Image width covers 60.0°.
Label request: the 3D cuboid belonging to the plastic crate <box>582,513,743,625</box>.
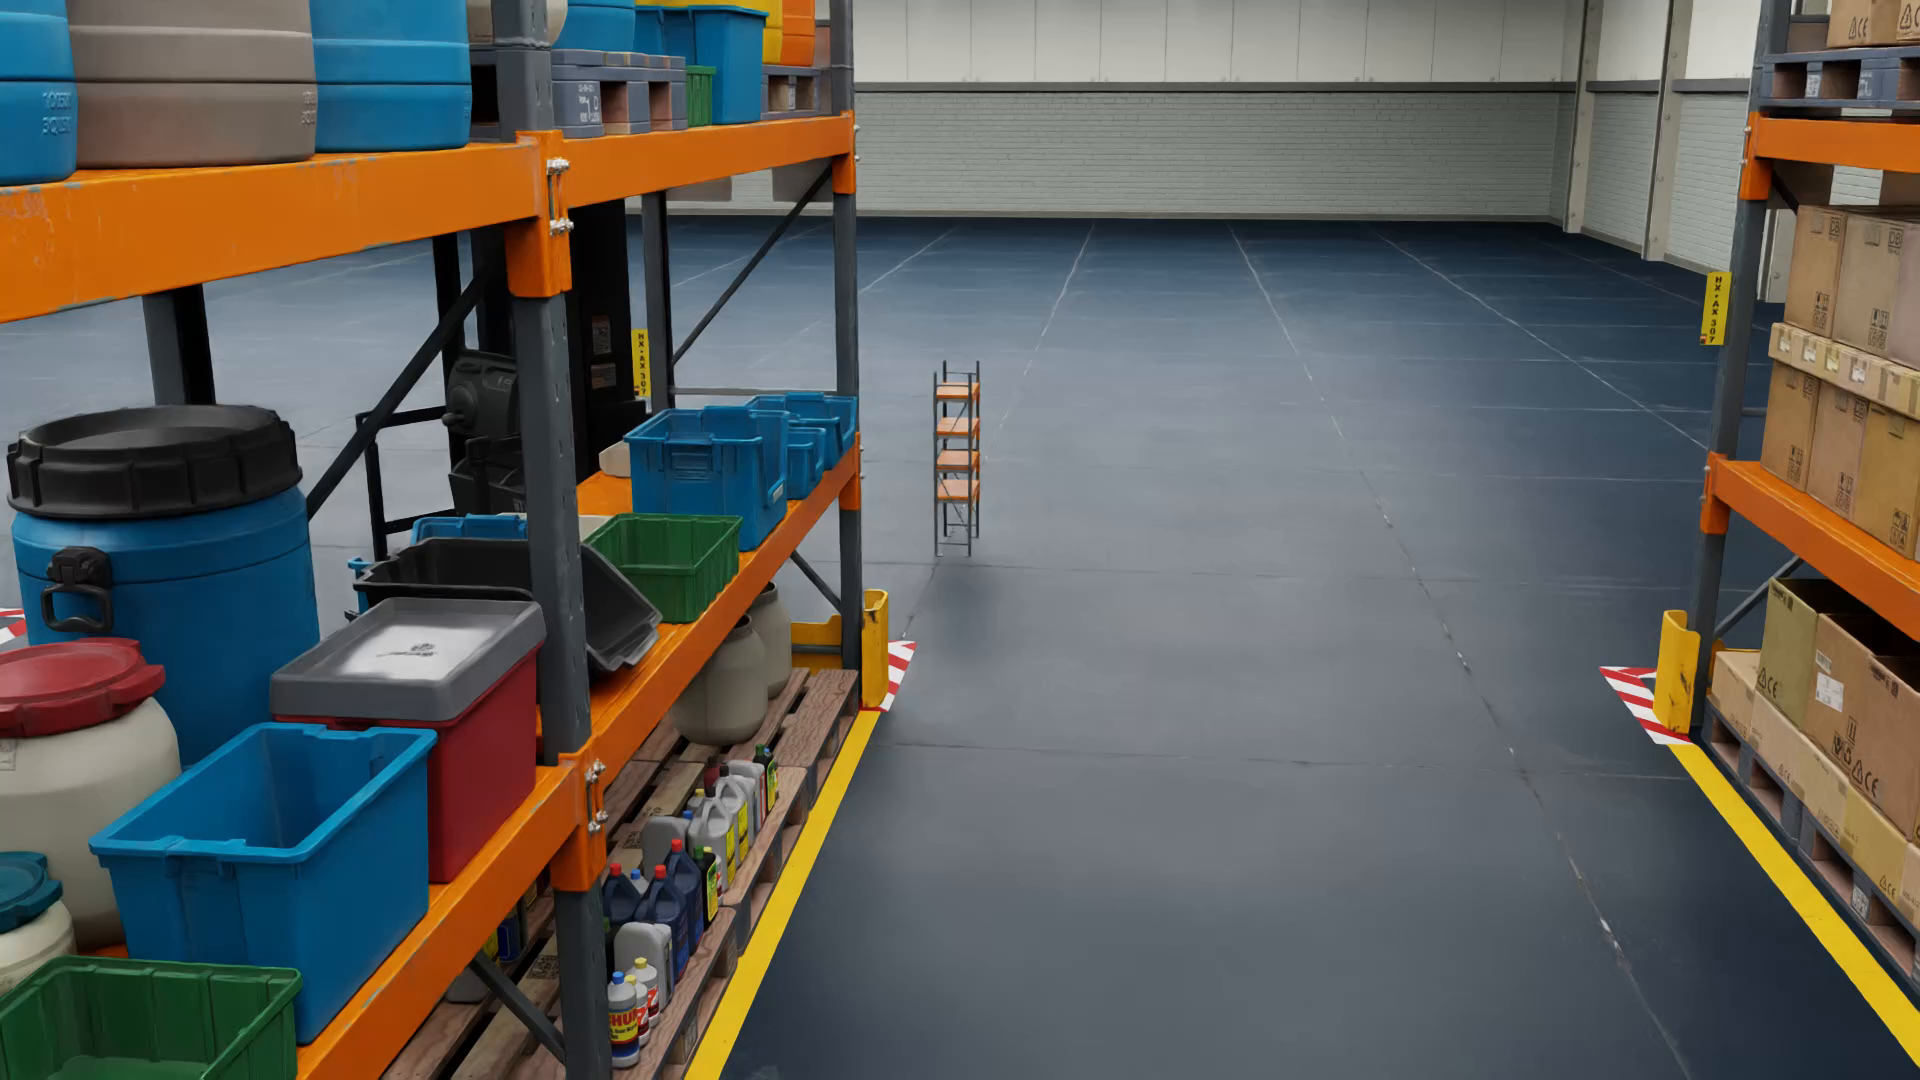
[{"bbox_3d":[-1.009,0.087,5.498,0.450,0.188,0.662,2,15,6],"label":"plastic crate"}]

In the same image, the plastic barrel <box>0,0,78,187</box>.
[{"bbox_3d":[-1.432,-0.884,1.976,0.600,0.901,0.708,2,15,6],"label":"plastic barrel"}]

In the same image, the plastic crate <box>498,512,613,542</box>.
[{"bbox_3d":[-1.511,0.028,5.819,0.530,0.136,0.437,2,15,6],"label":"plastic crate"}]

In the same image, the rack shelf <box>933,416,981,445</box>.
[{"bbox_3d":[-0.019,-0.687,10.806,0.258,0.148,0.480,2,15,6],"label":"rack shelf"}]

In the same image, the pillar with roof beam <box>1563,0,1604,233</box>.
[{"bbox_3d":[8.741,-11.013,34.652,9.100,9.000,0.400,2,15,6],"label":"pillar with roof beam"}]

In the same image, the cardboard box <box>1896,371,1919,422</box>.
[{"bbox_3d":[3.528,-0.494,5.807,0.380,0.149,0.250,2,15,6],"label":"cardboard box"}]

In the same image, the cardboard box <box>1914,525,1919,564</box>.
[{"bbox_3d":[3.693,-0.088,5.548,0.700,0.500,0.500,2,15,8],"label":"cardboard box"}]

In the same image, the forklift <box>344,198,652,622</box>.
[{"bbox_3d":[-2.421,-0.709,8.168,1.130,2.935,3.031,13,20,40],"label":"forklift"}]

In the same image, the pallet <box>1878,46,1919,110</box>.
[{"bbox_3d":[3.689,-1.467,5.264,1.003,0.211,1.213,2,15,6],"label":"pallet"}]

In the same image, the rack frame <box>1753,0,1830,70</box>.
[{"bbox_3d":[3.930,-3.458,6.710,1.000,3.000,0.127,2,15,6],"label":"rack frame"}]

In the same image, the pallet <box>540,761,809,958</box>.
[{"bbox_3d":[-1.190,1.185,6.377,1.003,0.211,1.213,2,15,6],"label":"pallet"}]

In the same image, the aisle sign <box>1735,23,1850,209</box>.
[{"bbox_3d":[3.633,-1.843,7.250,0.394,0.787,0.004,2,15,6],"label":"aisle sign"}]

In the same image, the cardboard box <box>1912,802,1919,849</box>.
[{"bbox_3d":[3.434,0.852,5.289,0.500,0.500,0.500,2,15,6],"label":"cardboard box"}]

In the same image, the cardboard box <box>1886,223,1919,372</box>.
[{"bbox_3d":[3.749,-0.835,5.825,0.700,0.500,0.500,2,15,6],"label":"cardboard box"}]

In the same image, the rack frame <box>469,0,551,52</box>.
[{"bbox_3d":[-1.443,-2.567,3.416,1.000,3.000,0.127,2,15,6],"label":"rack frame"}]

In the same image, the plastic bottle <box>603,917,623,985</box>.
[{"bbox_3d":[-1.068,1.270,5.079,0.061,0.283,0.133,2,15,6],"label":"plastic bottle"}]

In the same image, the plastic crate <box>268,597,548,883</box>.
[{"bbox_3d":[-1.193,0.433,3.693,0.402,0.464,0.583,2,15,6],"label":"plastic crate"}]

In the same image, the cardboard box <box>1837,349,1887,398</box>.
[{"bbox_3d":[3.584,-0.629,6.308,0.380,0.149,0.250,1,15,5],"label":"cardboard box"}]

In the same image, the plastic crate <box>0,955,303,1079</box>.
[{"bbox_3d":[-1.359,0.891,2.526,0.450,0.188,0.662,2,15,6],"label":"plastic crate"}]

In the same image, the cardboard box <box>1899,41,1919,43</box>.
[{"bbox_3d":[3.622,-1.859,5.952,0.380,0.149,0.250,2,15,6],"label":"cardboard box"}]

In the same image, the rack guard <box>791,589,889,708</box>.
[{"bbox_3d":[-0.953,0.519,8.284,1.175,0.500,0.348,2,15,6],"label":"rack guard"}]

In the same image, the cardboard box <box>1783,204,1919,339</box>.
[{"bbox_3d":[3.859,-1.102,6.813,0.700,0.500,0.500,2,15,6],"label":"cardboard box"}]

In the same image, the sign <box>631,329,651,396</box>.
[{"bbox_3d":[-1.537,-0.860,8.064,0.100,0.325,0.005,2,15,6],"label":"sign"}]

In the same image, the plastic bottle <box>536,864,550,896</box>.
[{"bbox_3d":[-1.470,1.080,5.784,0.061,0.283,0.133,2,15,6],"label":"plastic bottle"}]

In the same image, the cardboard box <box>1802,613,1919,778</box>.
[{"bbox_3d":[3.550,0.593,6.248,0.500,0.500,0.500,2,15,6],"label":"cardboard box"}]

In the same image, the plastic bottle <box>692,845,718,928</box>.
[{"bbox_3d":[-0.858,1.140,5.560,0.061,0.283,0.133,2,15,9],"label":"plastic bottle"}]

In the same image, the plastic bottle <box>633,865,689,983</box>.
[{"bbox_3d":[-0.939,1.198,5.217,0.144,0.351,0.185,2,15,8],"label":"plastic bottle"}]

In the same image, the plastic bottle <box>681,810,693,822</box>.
[{"bbox_3d":[-0.974,1.071,5.975,0.097,0.201,0.097,0,15,0],"label":"plastic bottle"}]

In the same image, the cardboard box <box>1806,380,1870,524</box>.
[{"bbox_3d":[3.810,-0.353,6.529,0.700,0.500,0.500,2,15,8],"label":"cardboard box"}]

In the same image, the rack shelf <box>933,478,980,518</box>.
[{"bbox_3d":[-0.019,-0.280,10.916,0.258,0.148,0.480,2,15,6],"label":"rack shelf"}]

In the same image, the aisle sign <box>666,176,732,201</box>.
[{"bbox_3d":[-1.274,-1.991,7.798,0.394,0.787,0.004,2,15,6],"label":"aisle sign"}]

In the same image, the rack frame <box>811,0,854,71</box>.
[{"bbox_3d":[-0.991,-3.605,7.253,1.000,3.000,0.127,2,15,6],"label":"rack frame"}]

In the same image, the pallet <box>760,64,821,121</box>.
[{"bbox_3d":[-1.182,-1.854,6.886,1.003,0.211,1.213,2,15,6],"label":"pallet"}]

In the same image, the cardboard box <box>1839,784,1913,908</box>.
[{"bbox_3d":[3.478,1.084,5.868,0.500,0.250,0.500,2,15,6],"label":"cardboard box"}]

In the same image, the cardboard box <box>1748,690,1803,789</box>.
[{"bbox_3d":[3.596,0.825,6.827,0.500,0.250,0.500,2,15,6],"label":"cardboard box"}]

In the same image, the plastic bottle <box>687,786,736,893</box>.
[{"bbox_3d":[-0.870,1.039,5.806,0.144,0.351,0.185,2,15,6],"label":"plastic bottle"}]

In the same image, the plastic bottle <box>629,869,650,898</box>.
[{"bbox_3d":[-1.043,1.195,5.379,0.097,0.271,0.097,0,15,0],"label":"plastic bottle"}]

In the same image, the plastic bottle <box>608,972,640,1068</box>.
[{"bbox_3d":[-0.971,1.364,4.756,0.097,0.271,0.097,0,15,0],"label":"plastic bottle"}]

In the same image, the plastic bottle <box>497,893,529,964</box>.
[{"bbox_3d":[-1.485,1.204,5.339,0.152,0.276,0.135,2,15,6],"label":"plastic bottle"}]

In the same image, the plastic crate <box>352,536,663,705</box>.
[{"bbox_3d":[-1.257,0.227,4.696,0.767,0.338,0.504,2,15,6],"label":"plastic crate"}]

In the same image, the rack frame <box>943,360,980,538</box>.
[{"bbox_3d":[0.009,-0.600,11.081,0.240,1.200,0.015,2,15,6],"label":"rack frame"}]

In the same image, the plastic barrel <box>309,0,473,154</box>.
[{"bbox_3d":[-1.284,-1.223,3.231,0.600,0.901,0.708,2,15,6],"label":"plastic barrel"}]

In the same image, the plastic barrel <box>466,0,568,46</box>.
[{"bbox_3d":[-1.199,-1.482,4.130,0.421,0.512,0.421,0,15,0],"label":"plastic barrel"}]

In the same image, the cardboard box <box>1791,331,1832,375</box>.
[{"bbox_3d":[3.645,-0.759,6.789,0.380,0.149,0.250,1,15,5],"label":"cardboard box"}]

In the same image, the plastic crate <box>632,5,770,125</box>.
[{"bbox_3d":[-0.907,-1.645,5.785,0.392,0.384,0.575,2,15,6],"label":"plastic crate"}]

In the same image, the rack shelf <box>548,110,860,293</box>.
[{"bbox_3d":[-1.217,-1.291,5.820,1.077,0.370,4.000,2,15,6],"label":"rack shelf"}]

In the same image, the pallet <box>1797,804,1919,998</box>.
[{"bbox_3d":[3.745,1.299,5.952,1.003,0.211,1.213,2,15,6],"label":"pallet"}]

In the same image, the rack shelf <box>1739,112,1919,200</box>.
[{"bbox_3d":[3.704,-1.144,5.277,1.077,0.370,4.000,2,15,6],"label":"rack shelf"}]

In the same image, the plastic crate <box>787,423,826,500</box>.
[{"bbox_3d":[-0.829,-0.330,6.921,0.499,0.251,0.408,2,15,6],"label":"plastic crate"}]

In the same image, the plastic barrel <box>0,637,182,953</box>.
[{"bbox_3d":[-1.768,0.505,3.288,0.433,0.535,0.433,0,15,0],"label":"plastic barrel"}]

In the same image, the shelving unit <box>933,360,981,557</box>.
[{"bbox_3d":[-0.019,-0.536,10.847,0.258,1.200,0.503,2,15,6],"label":"shelving unit"}]

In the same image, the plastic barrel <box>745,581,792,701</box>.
[{"bbox_3d":[-0.990,0.463,7.666,0.421,0.512,0.421,0,15,0],"label":"plastic barrel"}]

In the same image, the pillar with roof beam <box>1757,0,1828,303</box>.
[{"bbox_3d":[7.387,-7.901,23.142,9.100,9.000,0.400,2,15,6],"label":"pillar with roof beam"}]

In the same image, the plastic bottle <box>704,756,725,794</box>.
[{"bbox_3d":[-0.924,0.941,6.296,0.061,0.283,0.133,2,15,6],"label":"plastic bottle"}]

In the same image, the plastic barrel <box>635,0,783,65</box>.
[{"bbox_3d":[-0.994,-2.151,6.458,0.600,0.588,0.600,0,15,0],"label":"plastic barrel"}]

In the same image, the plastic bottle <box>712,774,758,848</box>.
[{"bbox_3d":[-0.834,0.984,6.153,0.152,0.276,0.135,1,15,5],"label":"plastic bottle"}]

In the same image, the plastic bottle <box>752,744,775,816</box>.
[{"bbox_3d":[-0.758,0.910,6.410,0.061,0.283,0.133,2,15,8],"label":"plastic bottle"}]

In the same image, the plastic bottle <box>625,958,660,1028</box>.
[{"bbox_3d":[-0.948,1.345,4.960,0.097,0.201,0.097,0,15,0],"label":"plastic bottle"}]

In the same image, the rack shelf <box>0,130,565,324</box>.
[{"bbox_3d":[-1.668,-0.253,1.983,1.077,0.370,4.000,2,15,6],"label":"rack shelf"}]
